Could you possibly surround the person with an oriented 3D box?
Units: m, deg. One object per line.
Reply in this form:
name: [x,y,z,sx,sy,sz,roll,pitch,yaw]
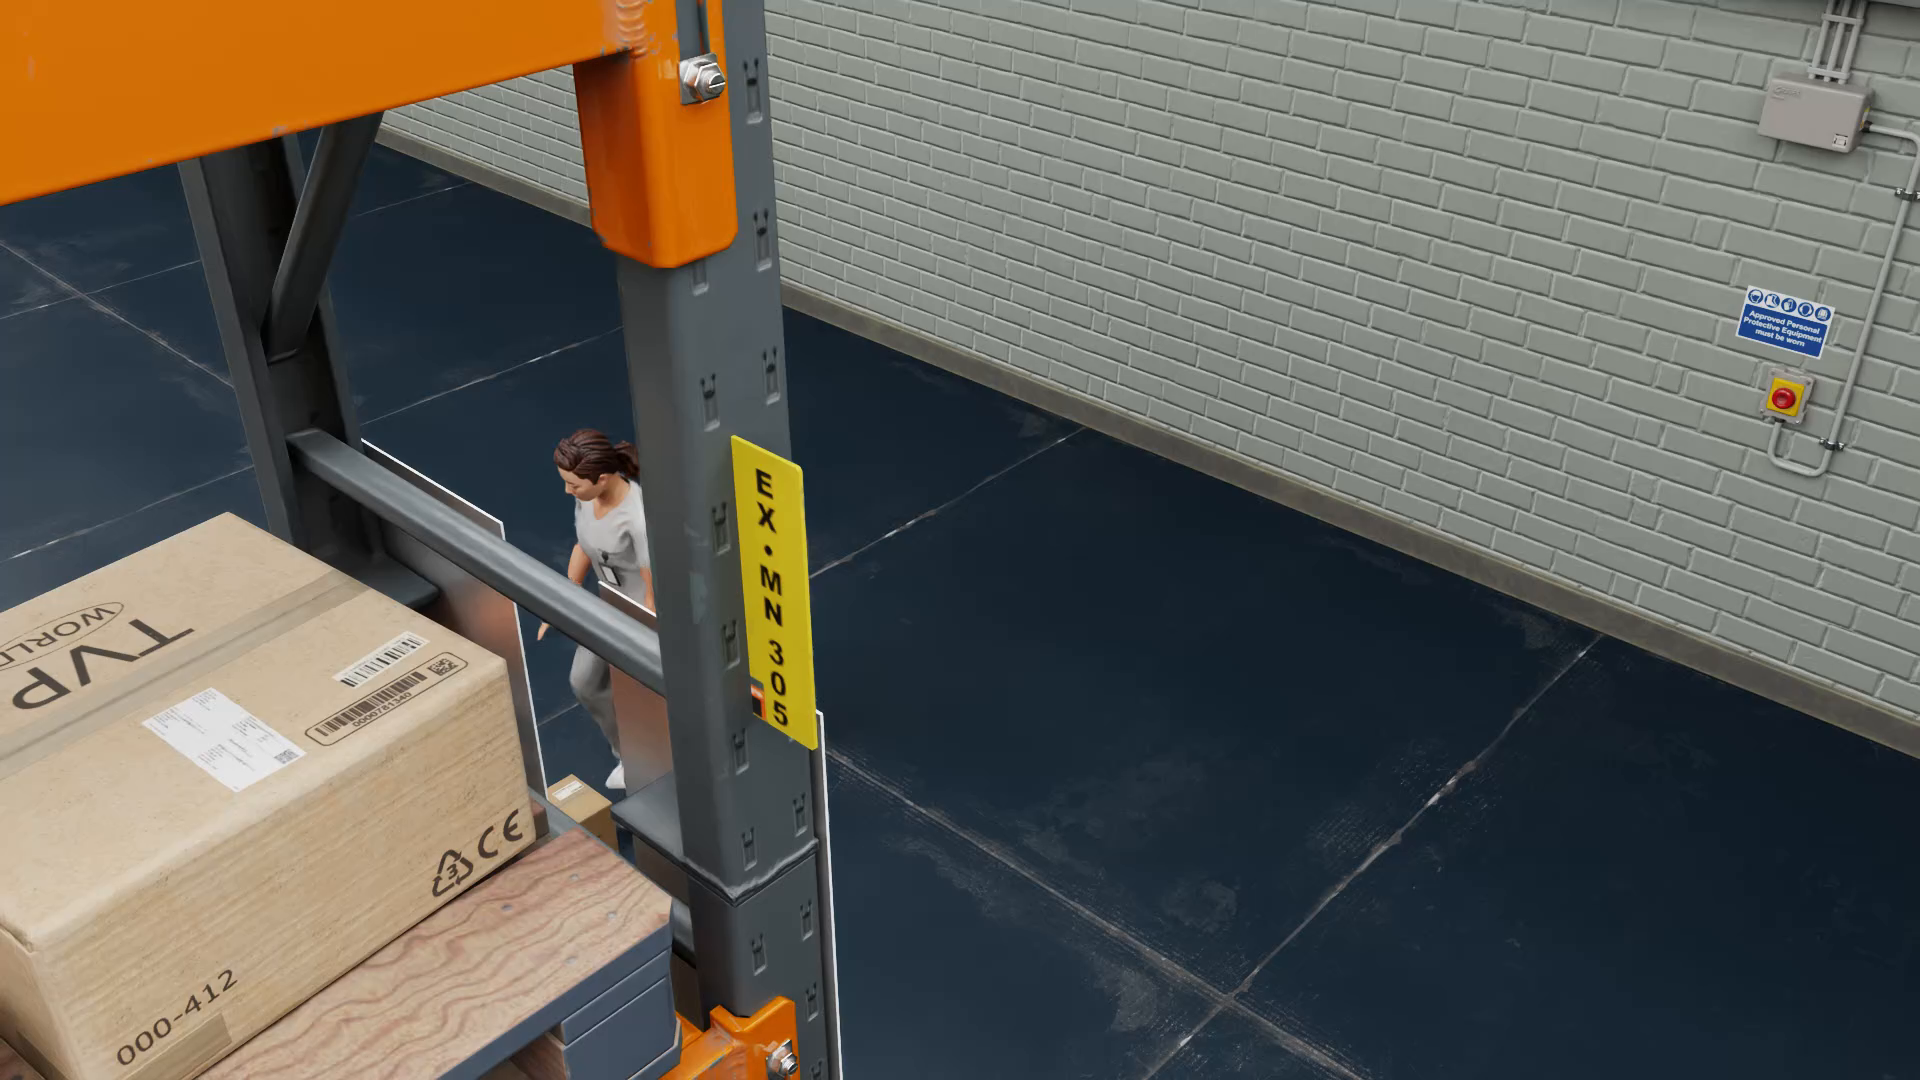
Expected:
person: [-1.261,0.335,6.094,0.497,1.699,0.473,-27,40,-36]
